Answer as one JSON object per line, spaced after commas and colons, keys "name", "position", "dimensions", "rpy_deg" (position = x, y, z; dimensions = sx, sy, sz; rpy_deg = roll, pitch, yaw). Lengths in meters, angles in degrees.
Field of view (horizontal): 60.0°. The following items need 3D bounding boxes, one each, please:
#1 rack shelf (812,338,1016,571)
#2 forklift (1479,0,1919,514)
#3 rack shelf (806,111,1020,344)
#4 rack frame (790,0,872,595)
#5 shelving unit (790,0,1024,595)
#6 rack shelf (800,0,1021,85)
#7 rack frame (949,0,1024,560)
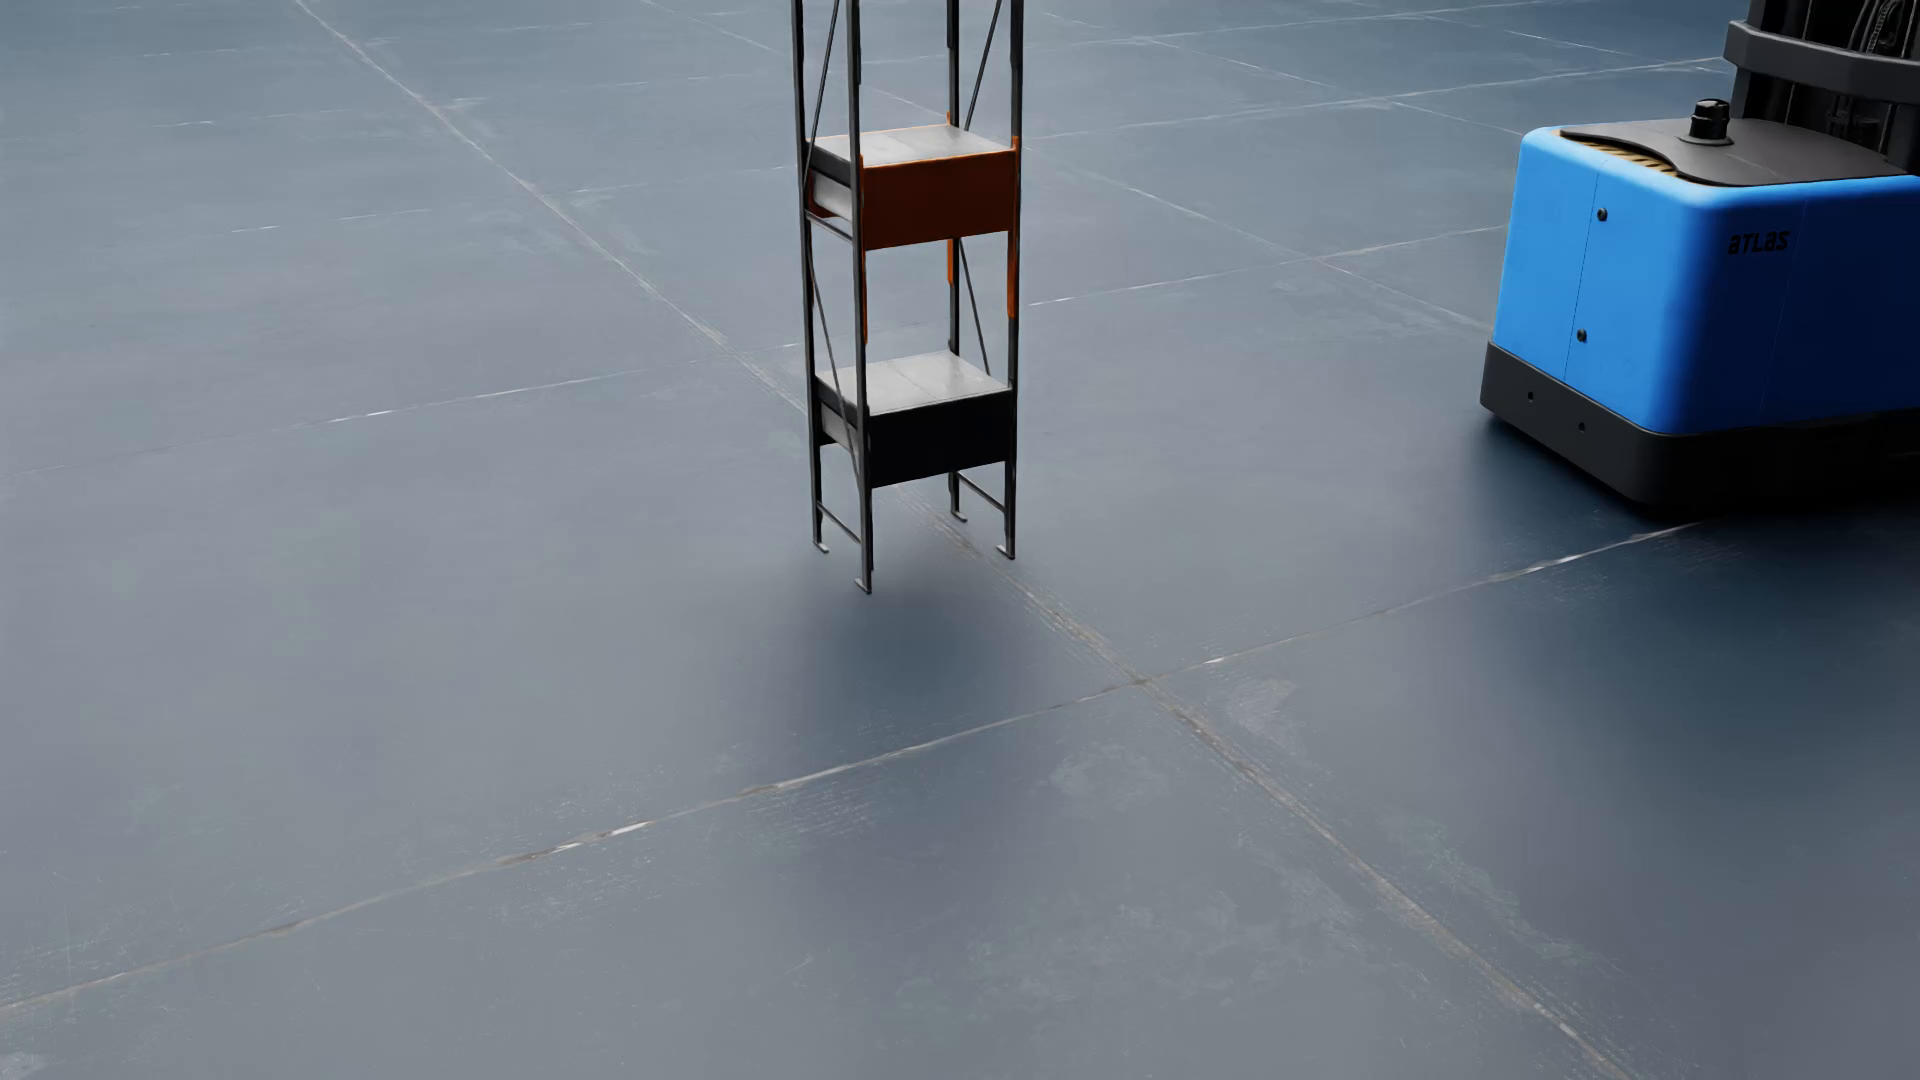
{"name": "rack shelf", "position": [-0.146, -0.270, 5.034], "dimensions": [0.480, 0.518, 0.431], "rpy_deg": [-13, 29, -25]}
{"name": "forklift", "position": [3.493, -1.750, 5.509], "dimensions": [3.031, 2.935, 1.130], "rpy_deg": [-7, 27, -14]}
{"name": "rack shelf", "position": [-0.146, -0.901, 4.731], "dimensions": [0.480, 0.518, 0.431], "rpy_deg": [-13, 29, -25]}
{"name": "rack frame", "position": [-0.361, -0.863, 4.622], "dimensions": [0.015, 2.100, 0.400], "rpy_deg": [-13, 29, -25]}
{"name": "shelving unit", "position": [-0.146, -0.913, 4.725], "dimensions": [0.503, 2.100, 0.431], "rpy_deg": [-13, 29, -25]}
{"name": "rack shelf", "position": [-0.146, -1.532, 4.428], "dimensions": [0.480, 0.518, 0.431], "rpy_deg": [-13, 29, -25]}
{"name": "rack frame", "position": [0.069, -0.963, 4.829], "dimensions": [0.015, 2.100, 0.400], "rpy_deg": [-13, 29, -25]}
